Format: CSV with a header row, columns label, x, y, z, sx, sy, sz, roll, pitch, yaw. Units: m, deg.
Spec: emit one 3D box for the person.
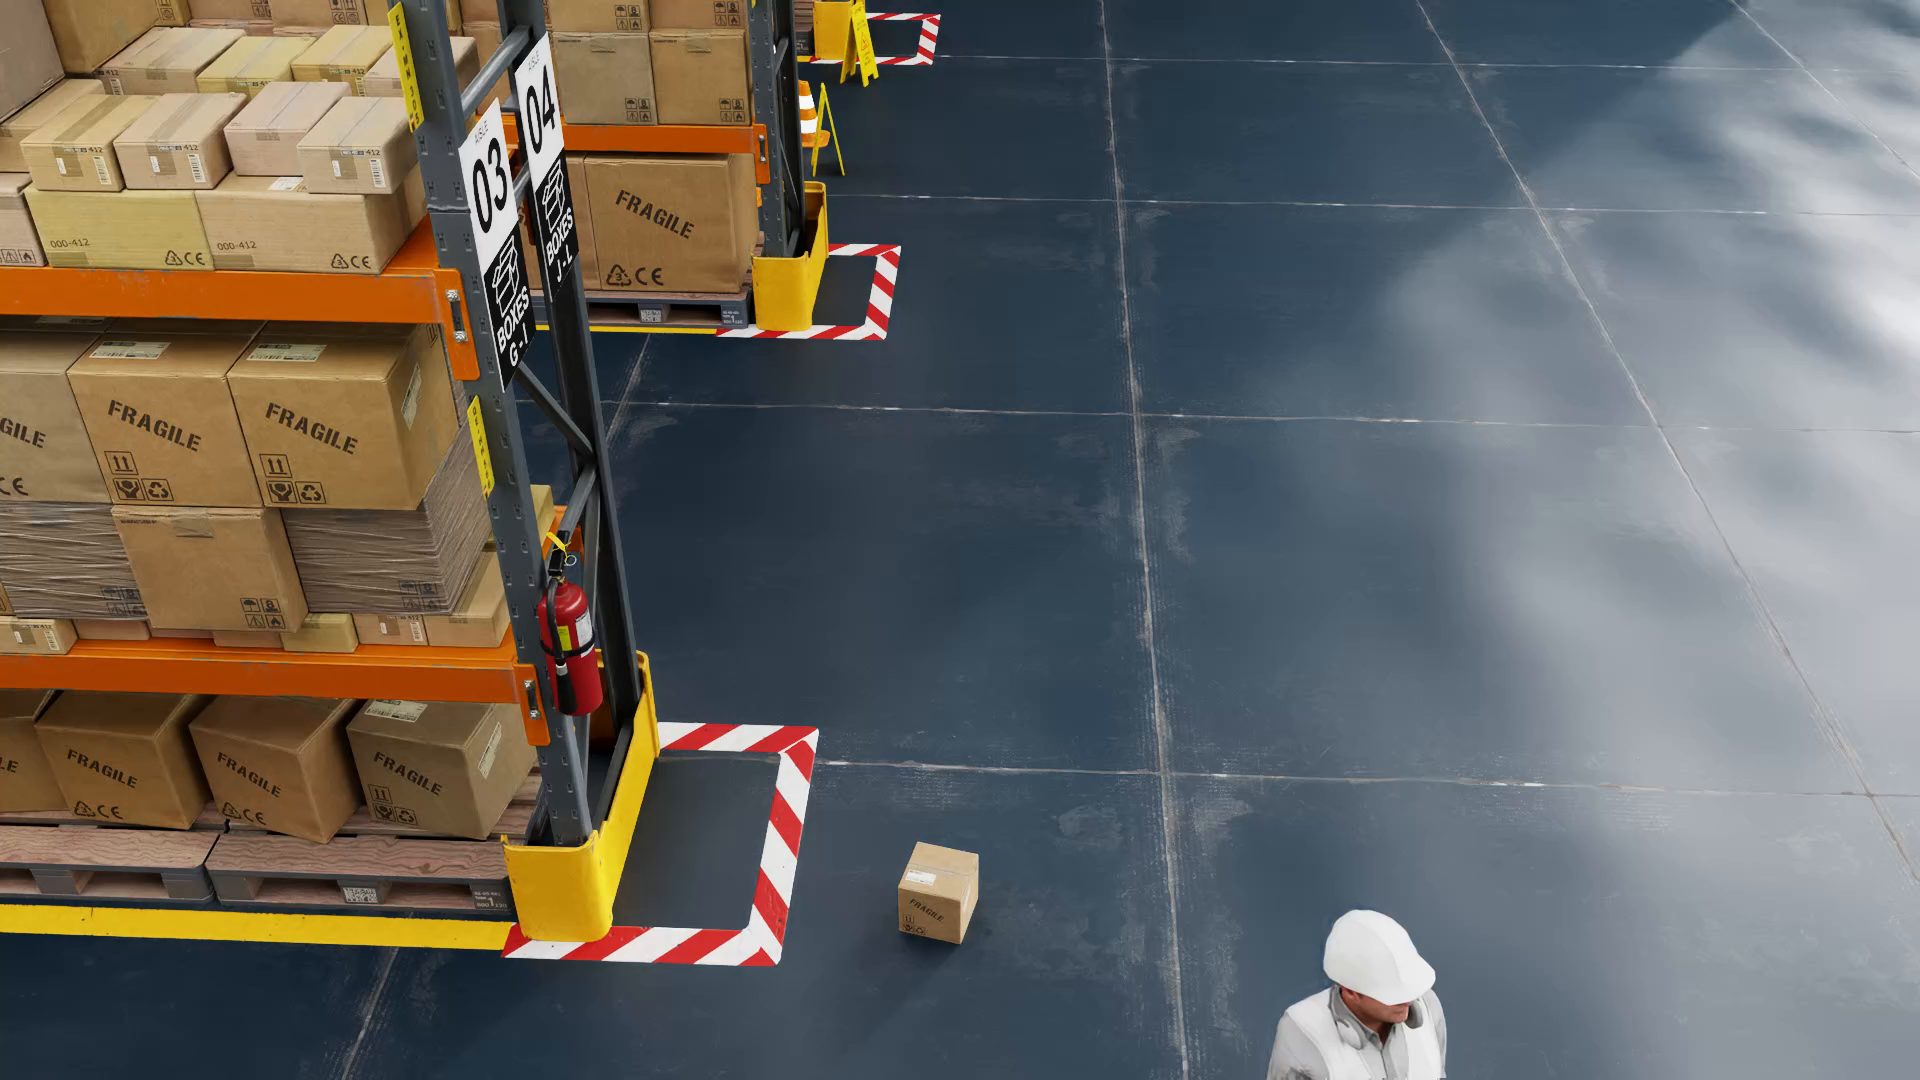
label,x,y,z,sx,sy,sz,roll,pitch,yaw
person,1.112,1.756,4.626,0.566,1.806,0.512,-15,38,-20
